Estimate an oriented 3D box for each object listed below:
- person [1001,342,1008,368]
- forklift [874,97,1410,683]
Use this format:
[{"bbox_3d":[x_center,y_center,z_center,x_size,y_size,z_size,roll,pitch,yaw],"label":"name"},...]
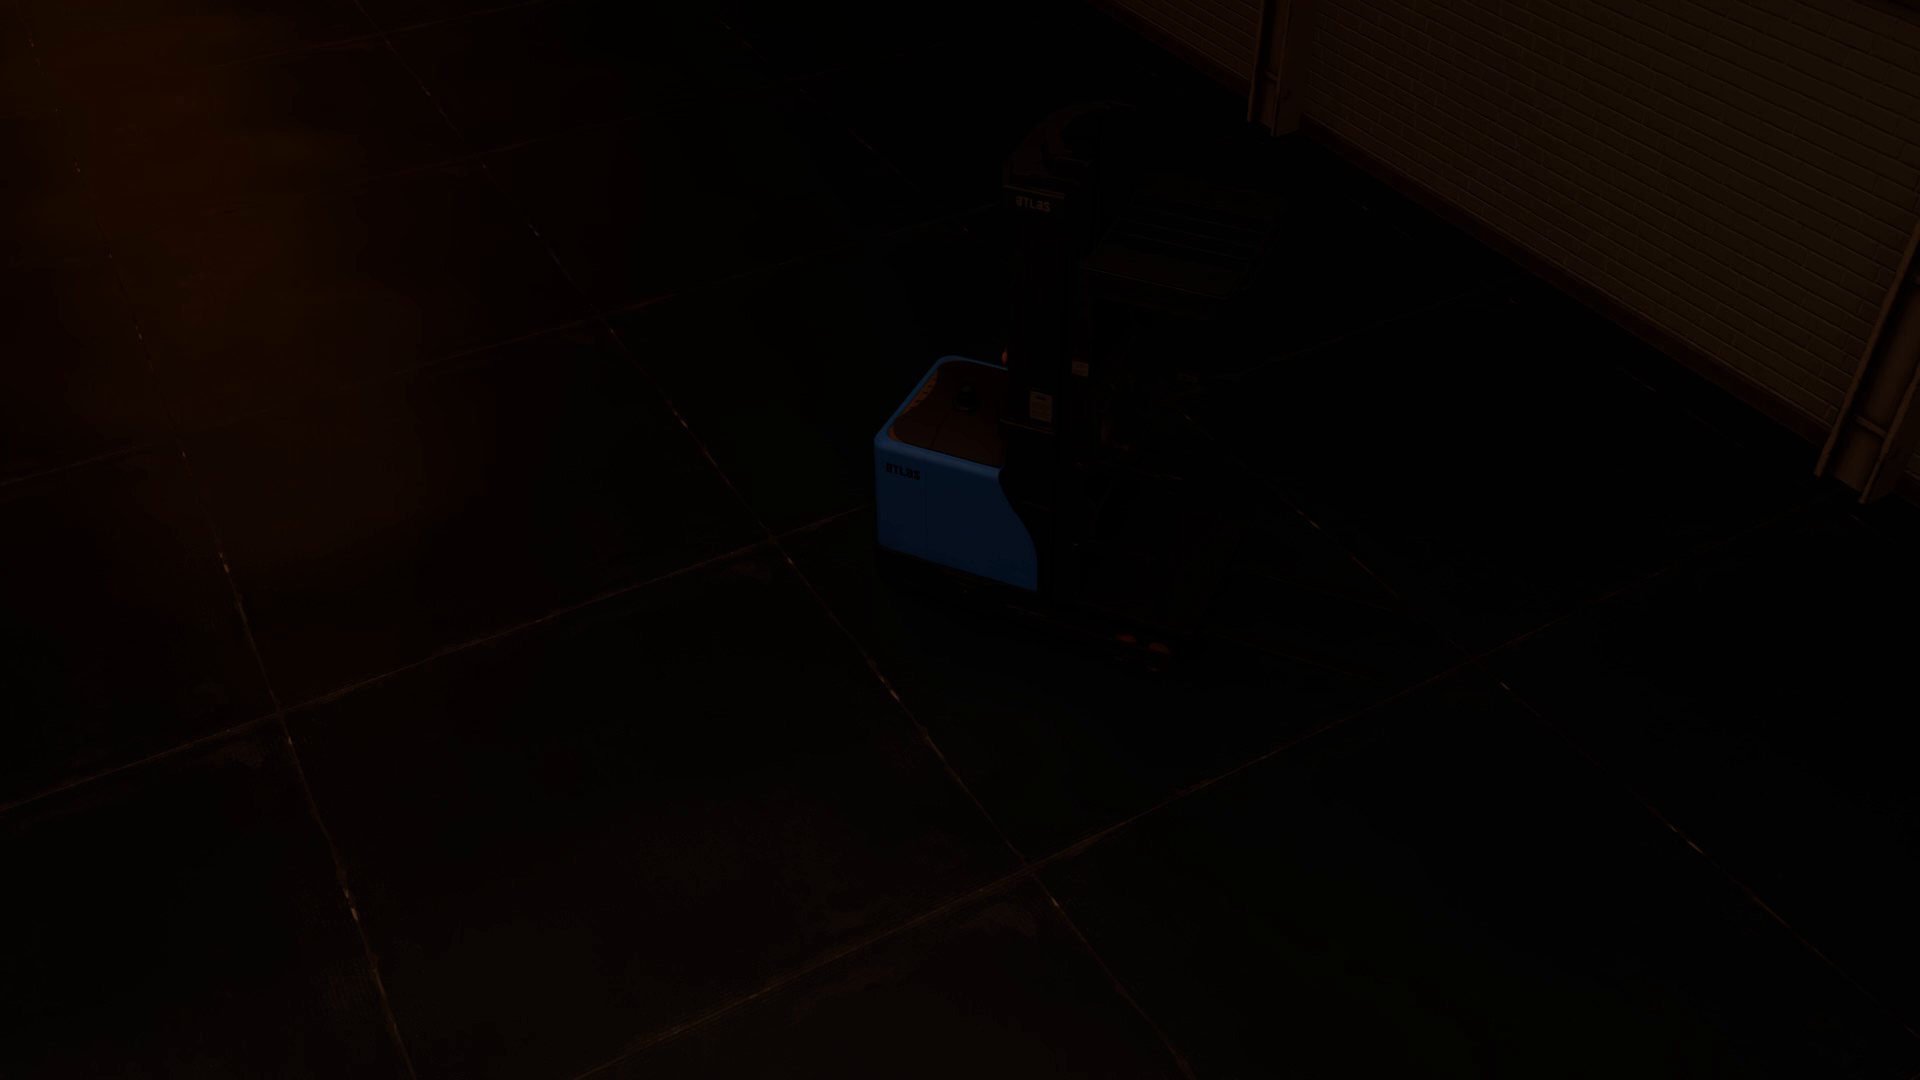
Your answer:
[{"bbox_3d":[0.631,-1.047,10.348,0.799,1.642,0.424,13,41,15],"label":"person"},{"bbox_3d":[1.060,-0.771,8.966,3.031,2.935,1.130,16,42,18],"label":"forklift"}]
